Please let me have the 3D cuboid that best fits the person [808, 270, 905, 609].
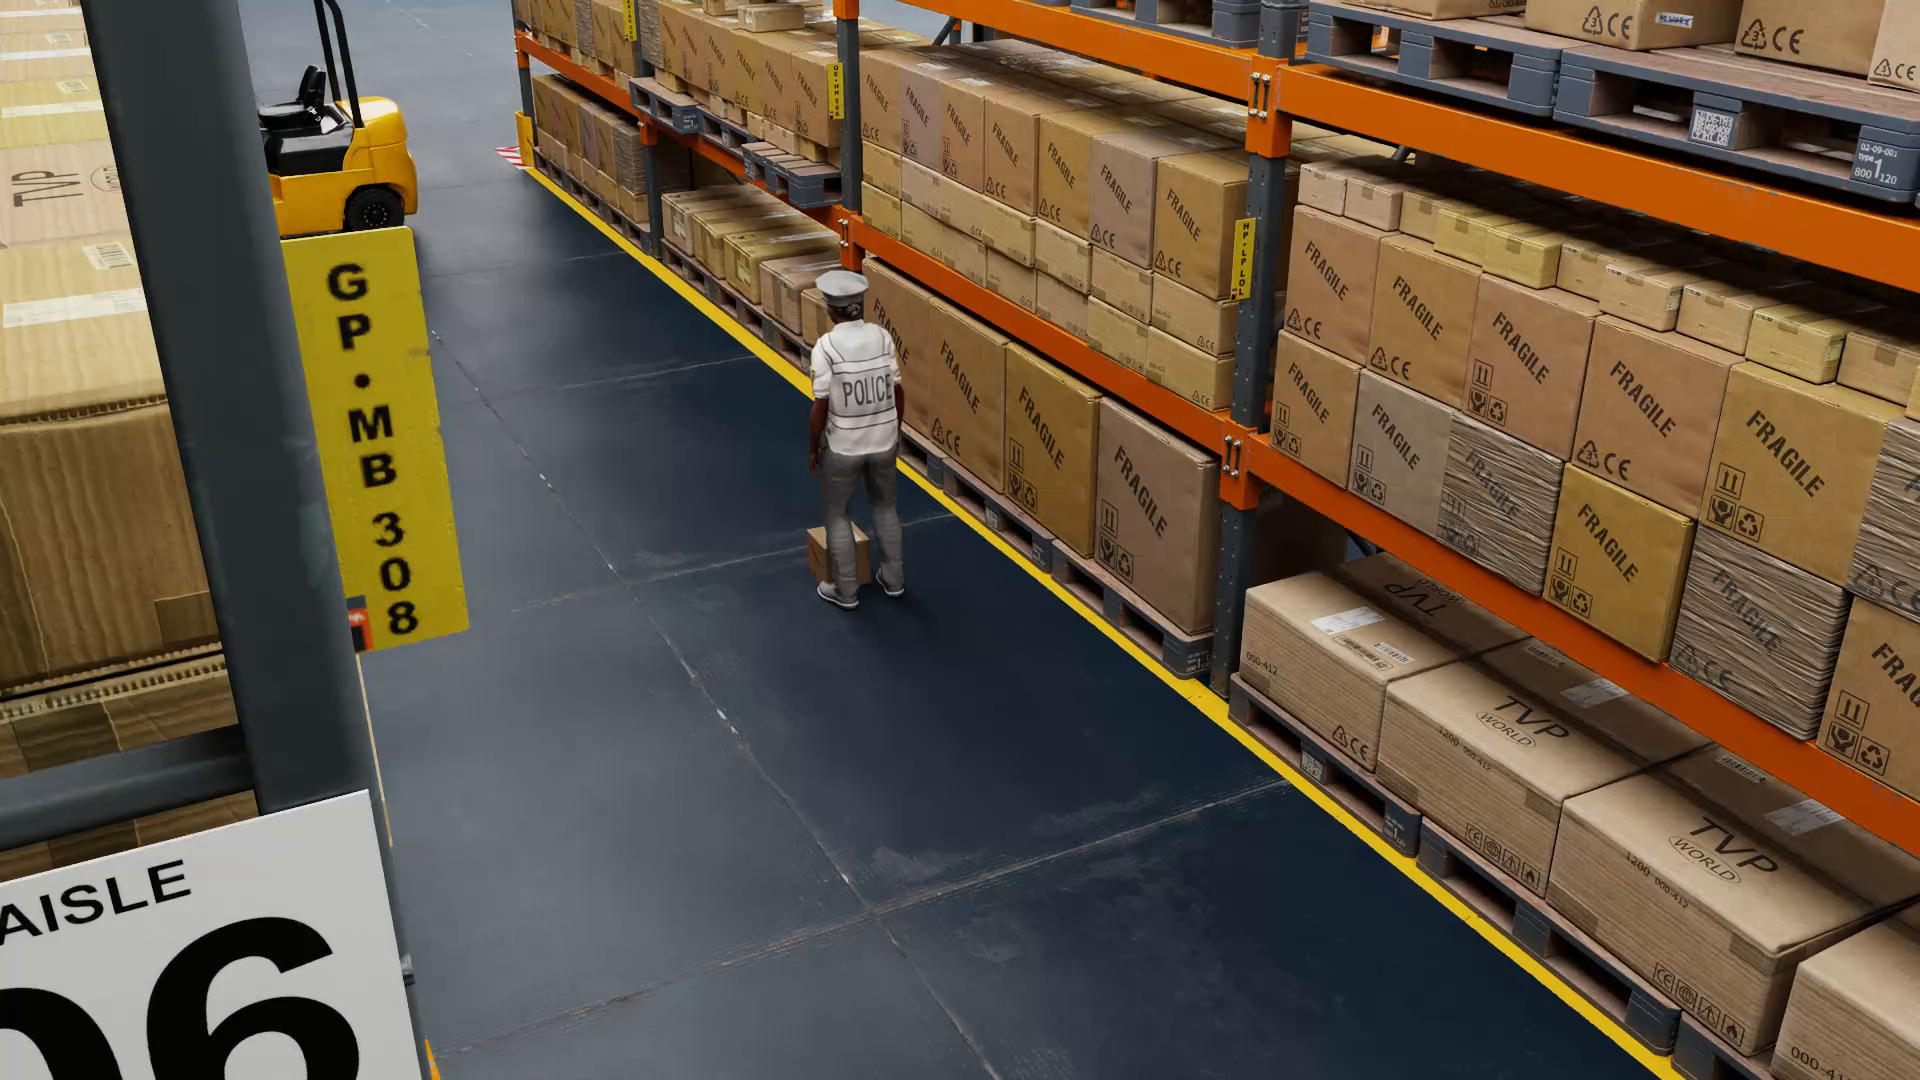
[{"bbox_3d":[-0.498,-0.463,8.075,0.505,1.657,0.393,-13,28,-25],"label":"person"}]
